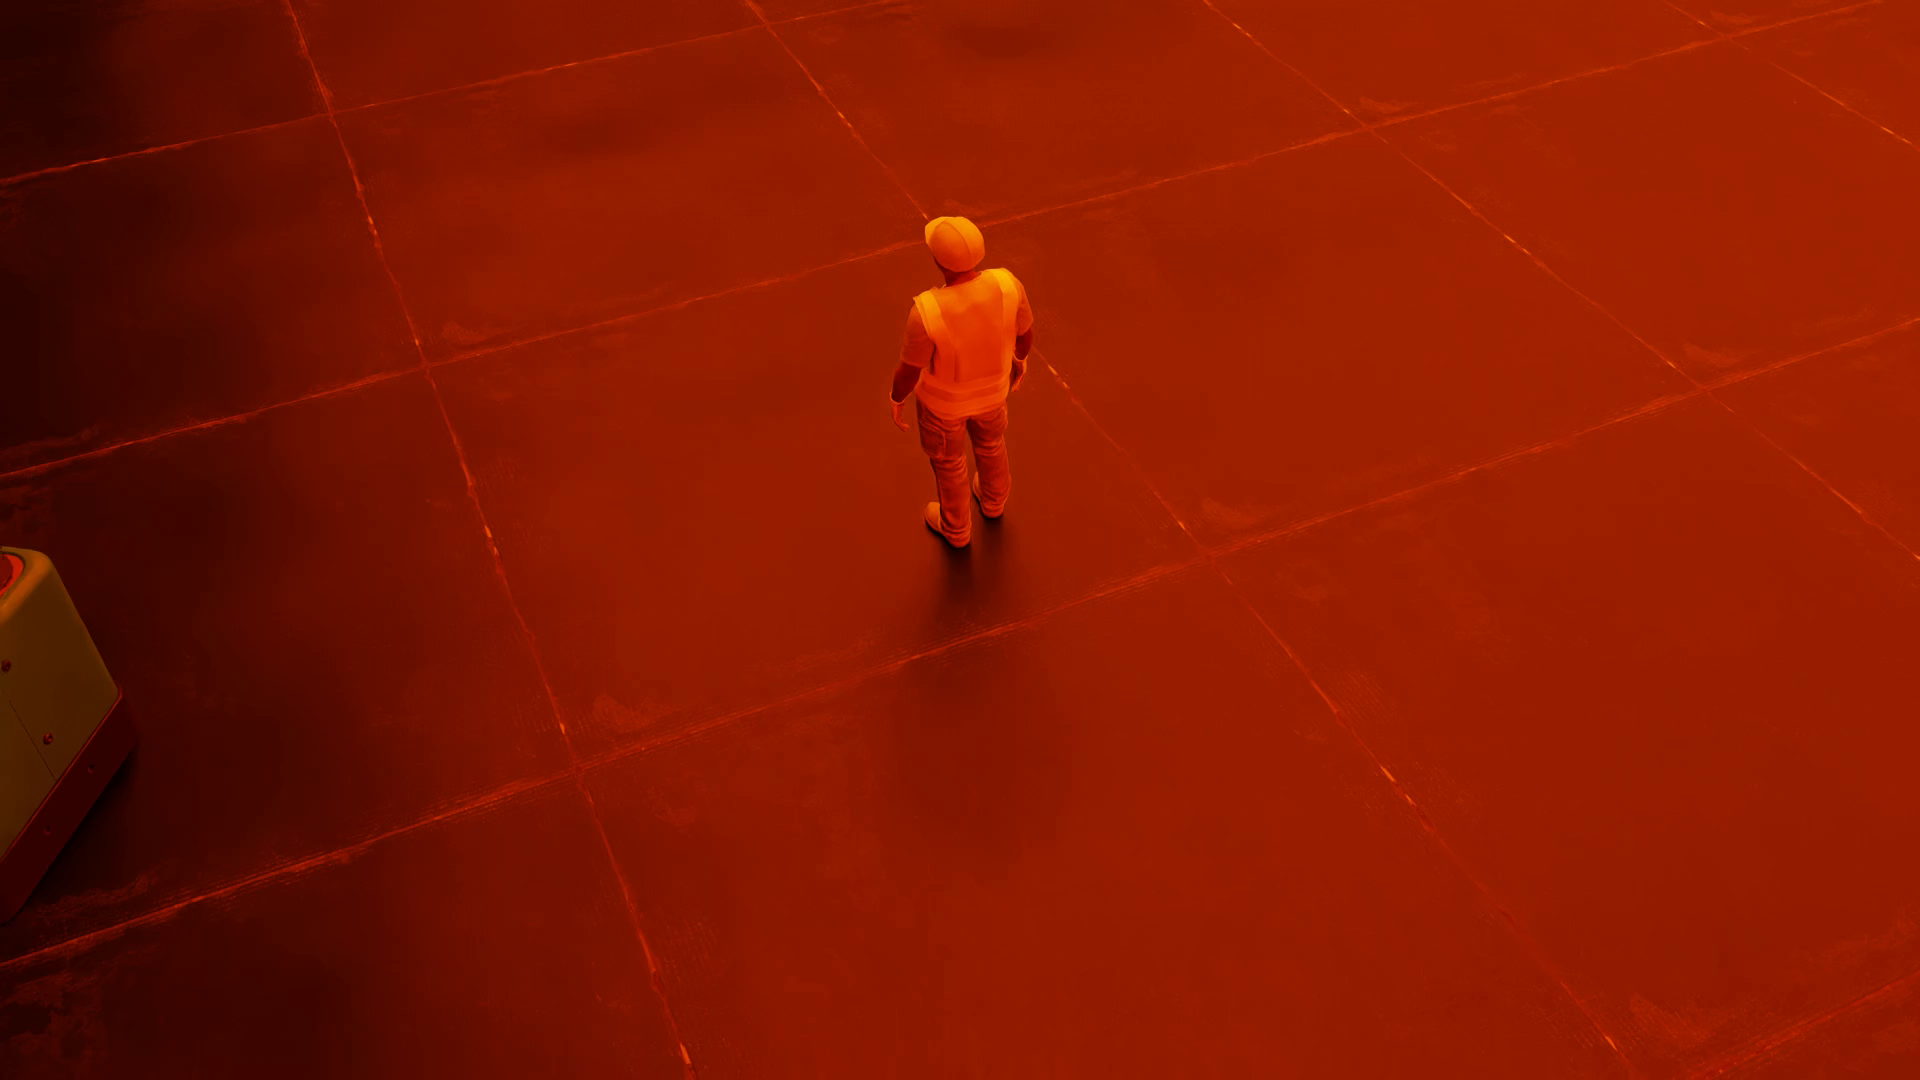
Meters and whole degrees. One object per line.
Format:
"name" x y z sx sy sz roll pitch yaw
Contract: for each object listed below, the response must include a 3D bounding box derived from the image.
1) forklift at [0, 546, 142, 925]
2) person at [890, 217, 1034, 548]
"forklift" -4.944 -0.096 5.783 3.031 2.935 1.130 7 43 7
"person" -0.022 -0.704 7.265 0.656 1.782 0.577 -18 46 -18
